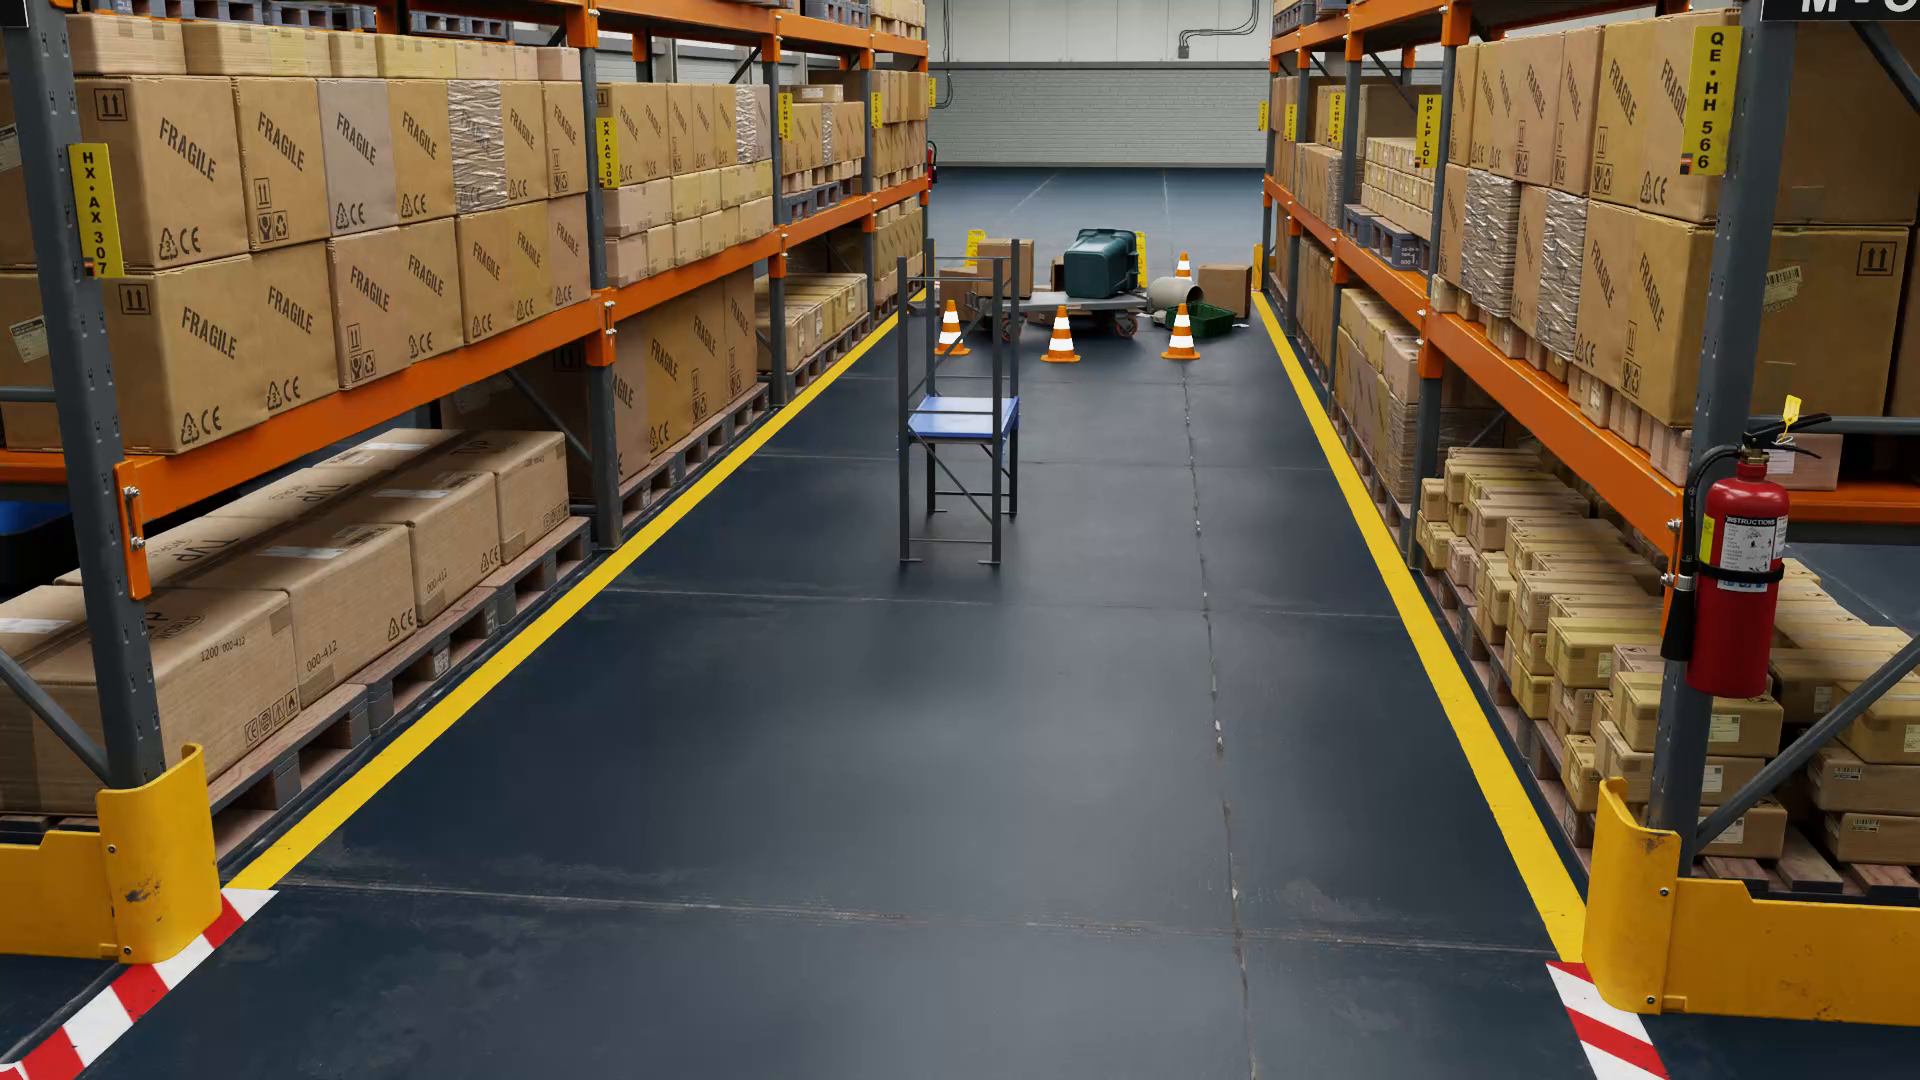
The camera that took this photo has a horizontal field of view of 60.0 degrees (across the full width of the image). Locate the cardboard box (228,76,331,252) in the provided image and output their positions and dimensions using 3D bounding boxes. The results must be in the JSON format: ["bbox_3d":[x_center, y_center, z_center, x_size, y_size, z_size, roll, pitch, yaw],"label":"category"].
[{"bbox_3d":[-2.300,-1.157,5.088,0.500,0.500,0.500,1,15,5],"label":"cardboard box"}]

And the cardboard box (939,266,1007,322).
[{"bbox_3d":[0.139,-2.521,17.022,0.500,0.500,0.500,-14,20,-42],"label":"cardboard box"}]

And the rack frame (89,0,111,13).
[{"bbox_3d":[-6.718,-2.596,12.517,1.000,3.000,0.127,2,15,6],"label":"rack frame"}]

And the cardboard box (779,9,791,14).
[{"bbox_3d":[-1.669,-4.193,12.483,0.700,0.500,0.500,2,15,6],"label":"cardboard box"}]

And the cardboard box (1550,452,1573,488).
[{"bbox_3d":[2.911,-0.308,7.571,0.380,0.149,0.250,2,15,8],"label":"cardboard box"}]

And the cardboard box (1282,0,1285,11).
[{"bbox_3d":[3.547,-5.577,17.280,0.380,0.149,0.250,2,15,6],"label":"cardboard box"}]

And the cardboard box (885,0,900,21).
[{"bbox_3d":[-0.894,-5.377,16.772,0.500,0.250,0.500,2,15,7],"label":"cardboard box"}]

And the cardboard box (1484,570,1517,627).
[{"bbox_3d":[2.171,0.220,6.188,0.380,0.149,0.250,2,15,7],"label":"cardboard box"}]

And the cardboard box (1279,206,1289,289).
[{"bbox_3d":[3.939,-3.177,17.931,0.875,0.875,0.875,1,15,5],"label":"cardboard box"}]

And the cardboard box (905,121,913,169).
[{"bbox_3d":[-0.791,-4.309,18.091,0.500,0.500,0.500,2,15,6],"label":"cardboard box"}]

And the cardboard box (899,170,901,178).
[{"bbox_3d":[-0.826,-3.837,17.587,0.380,0.149,0.250,2,15,6],"label":"cardboard box"}]

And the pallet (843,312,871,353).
[{"bbox_3d":[-1.421,-1.940,15.433,1.003,0.211,1.213,2,15,6],"label":"pallet"}]

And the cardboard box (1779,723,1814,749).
[{"bbox_3d":[2.643,0.576,4.874,0.380,0.149,0.250,2,15,6],"label":"cardboard box"}]

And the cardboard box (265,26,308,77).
[{"bbox_3d":[-2.259,-1.507,5.139,0.380,0.149,0.250,1,15,4],"label":"cardboard box"}]

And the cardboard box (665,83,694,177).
[{"bbox_3d":[-1.813,-2.313,9.362,0.500,0.500,0.500,1,15,5],"label":"cardboard box"}]

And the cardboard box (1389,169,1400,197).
[{"bbox_3d":[2.746,-2.103,9.799,0.380,0.149,0.250,2,15,6],"label":"cardboard box"}]

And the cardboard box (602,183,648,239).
[{"bbox_3d":[-1.907,-1.688,8.489,0.500,0.250,0.500,1,15,5],"label":"cardboard box"}]

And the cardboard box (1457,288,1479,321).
[{"bbox_3d":[2.380,-1.040,7.241,0.380,0.149,0.250,2,15,8],"label":"cardboard box"}]

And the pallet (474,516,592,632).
[{"bbox_3d":[-2.401,0.128,7.786,1.003,0.211,1.213,2,15,6],"label":"pallet"}]

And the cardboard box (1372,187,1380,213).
[{"bbox_3d":[2.833,-2.163,10.592,0.380,0.149,0.250,2,15,9],"label":"cardboard box"}]

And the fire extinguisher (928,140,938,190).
[{"bbox_3d":[-0.412,-4.505,19.723,0.296,0.674,0.183,2,15,6],"label":"fire extinguisher"}]

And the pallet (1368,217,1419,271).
[{"bbox_3d":[2.961,-1.724,9.659,1.003,0.211,1.213,2,15,6],"label":"pallet"}]

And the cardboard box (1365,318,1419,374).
[{"bbox_3d":[2.642,-1.123,9.616,0.500,0.250,0.500,1,15,4],"label":"cardboard box"}]

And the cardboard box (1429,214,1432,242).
[{"bbox_3d":[2.569,-1.552,8.330,0.380,0.149,0.250,2,15,7],"label":"cardboard box"}]

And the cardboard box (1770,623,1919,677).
[{"bbox_3d":[2.705,0.367,5.074,0.380,0.149,0.250,2,15,6],"label":"cardboard box"}]

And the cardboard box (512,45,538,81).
[{"bbox_3d":[-2.093,-2.103,7.343,0.380,0.149,0.250,2,15,8],"label":"cardboard box"}]

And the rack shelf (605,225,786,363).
[{"bbox_3d":[-2.011,-1.585,10.155,1.077,0.370,4.000,2,15,6],"label":"rack shelf"}]

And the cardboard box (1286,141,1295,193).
[{"bbox_3d":[3.665,-3.681,16.240,0.875,0.550,0.550,2,15,6],"label":"cardboard box"}]

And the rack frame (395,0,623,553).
[{"bbox_3d":[-2.237,-1.413,8.143,1.000,3.000,0.127,2,15,6],"label":"rack frame"}]

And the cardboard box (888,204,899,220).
[{"bbox_3d":[-0.842,-3.418,17.339,0.380,0.149,0.250,3,15,9],"label":"cardboard box"}]

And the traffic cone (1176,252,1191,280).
[{"bbox_3d":[2.576,-3.086,19.187,0.336,0.463,0.334,2,15,6],"label":"traffic cone"}]

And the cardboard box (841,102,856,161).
[{"bbox_3d":[-1.213,-3.628,14.766,0.500,0.500,0.500,2,15,7],"label":"cardboard box"}]

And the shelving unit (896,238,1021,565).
[{"bbox_3d":[0.010,-0.746,8.548,0.538,1.500,1.048,2,15,6],"label":"shelving unit"}]

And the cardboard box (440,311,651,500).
[{"bbox_3d":[-2.247,-0.754,8.969,0.875,0.875,0.875,2,15,8],"label":"cardboard box"}]

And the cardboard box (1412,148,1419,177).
[{"bbox_3d":[2.665,-2.041,9.000,0.380,0.149,0.250,1,15,4],"label":"cardboard box"}]

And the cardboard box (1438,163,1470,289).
[{"bbox_3d":[2.386,-1.365,7.201,0.500,0.500,0.500,1,15,5],"label":"cardboard box"}]

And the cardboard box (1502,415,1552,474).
[{"bbox_3d":[3.040,-0.474,8.652,0.500,0.500,0.500,2,15,8],"label":"cardboard box"}]

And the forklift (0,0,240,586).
[{"bbox_3d":[-4.657,-1.541,8.744,1.130,2.935,3.031,2,15,6],"label":"forklift"}]

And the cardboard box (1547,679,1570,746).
[{"bbox_3d":[2.152,0.574,5.449,0.380,0.149,0.250,2,15,7],"label":"cardboard box"}]

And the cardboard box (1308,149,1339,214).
[{"bbox_3d":[3.096,-2.896,13.435,0.500,0.500,0.500,2,15,7],"label":"cardboard box"}]

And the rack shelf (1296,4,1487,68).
[{"bbox_3d":[3.370,-3.951,13.158,1.077,0.370,4.000,2,15,6],"label":"rack shelf"}]

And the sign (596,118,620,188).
[{"bbox_3d":[-1.685,-1.854,7.961,0.100,0.325,0.005,2,15,6],"label":"sign"}]

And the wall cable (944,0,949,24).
[{"bbox_3d":[0.930,-16.778,49.745,3.097,2.526,0.112,2,15,6],"label":"wall cable"}]

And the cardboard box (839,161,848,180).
[{"bbox_3d":[-1.184,-3.226,14.524,0.380,0.149,0.250,2,15,7],"label":"cardboard box"}]

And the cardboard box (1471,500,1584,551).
[{"bbox_3d":[2.262,-0.056,6.639,0.380,0.149,0.250,2,15,7],"label":"cardboard box"}]

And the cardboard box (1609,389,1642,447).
[{"bbox_3d":[2.076,-0.357,4.717,0.380,0.149,0.250,2,15,6],"label":"cardboard box"}]

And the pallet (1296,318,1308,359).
[{"bbox_3d":[3.583,-1.820,14.990,1.003,0.211,1.213,2,15,6],"label":"pallet"}]

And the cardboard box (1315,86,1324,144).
[{"bbox_3d":[3.545,-3.771,14.754,0.700,0.500,0.500,1,15,5],"label":"cardboard box"}]

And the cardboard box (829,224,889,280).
[{"bbox_3d":[-1.000,-2.871,16.559,0.500,0.500,0.500,2,15,9],"label":"cardboard box"}]

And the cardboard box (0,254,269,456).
[{"bbox_3d":[-2.349,-0.540,4.722,0.500,0.500,0.500,2,15,6],"label":"cardboard box"}]

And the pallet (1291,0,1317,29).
[{"bbox_3d":[3.698,-4.986,15.778,1.003,0.211,1.213,2,15,6],"label":"pallet"}]

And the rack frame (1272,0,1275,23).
[{"bbox_3d":[4.047,-7.302,18.428,1.000,3.000,0.127,2,15,6],"label":"rack frame"}]
